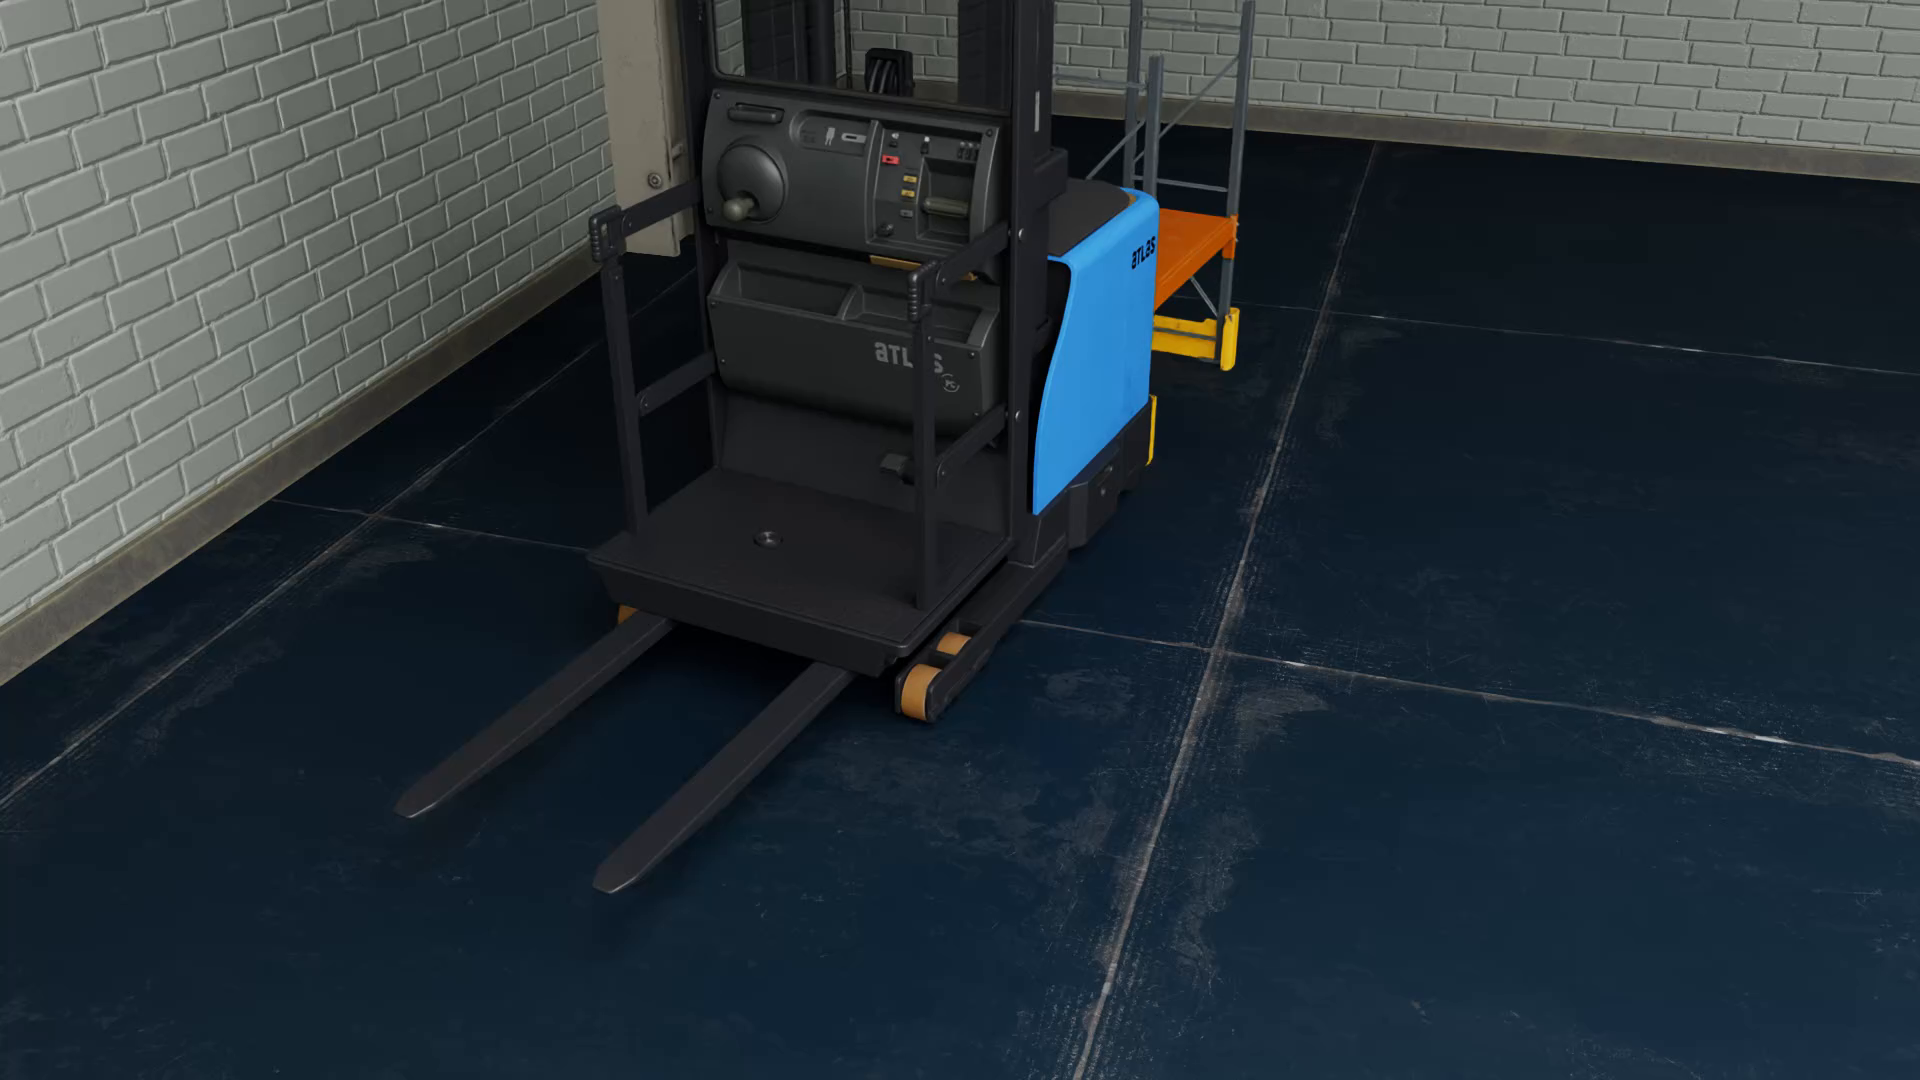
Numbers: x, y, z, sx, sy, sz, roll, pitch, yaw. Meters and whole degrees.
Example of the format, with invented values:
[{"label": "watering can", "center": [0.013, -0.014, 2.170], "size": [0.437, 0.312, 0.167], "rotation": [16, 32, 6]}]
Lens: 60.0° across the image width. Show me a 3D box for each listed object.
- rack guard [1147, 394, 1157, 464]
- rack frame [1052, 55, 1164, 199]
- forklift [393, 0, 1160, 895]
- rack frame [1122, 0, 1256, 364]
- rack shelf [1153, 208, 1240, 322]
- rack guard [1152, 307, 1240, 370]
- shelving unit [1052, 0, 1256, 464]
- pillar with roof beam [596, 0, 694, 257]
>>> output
[{"label": "rack guard", "center": [0.457, -0.473, 6.342], "size": [0.587, 0.250, 0.087], "rotation": [13, 32, 23]}, {"label": "rack frame", "center": [0.456, -1.018, 6.038], "size": [0.500, 1.500, 0.032], "rotation": [13, 32, 23]}, {"label": "forklift", "center": [-0.417, -1.002, 4.536], "size": [1.130, 2.935, 3.031], "rotation": [14, 32, 23]}, {"label": "rack frame", "center": [0.906, -1.461, 6.834], "size": [0.500, 1.500, 0.032], "rotation": [13, 32, 23]}, {"label": "rack shelf", "center": [0.681, -1.083, 6.523], "size": [0.538, 0.185, 1.000], "rotation": [13, 32, 23]}, {"label": "rack guard", "center": [0.898, -0.907, 7.123], "size": [0.587, 0.250, 0.087], "rotation": [13, 32, 23]}, {"label": "shelving unit", "center": [0.677, -1.236, 6.429], "size": [0.587, 1.500, 1.083], "rotation": [13, 32, 23]}, {"label": "pillar with roof beam", "center": [2.611, -4.843, 5.199], "size": [9.100, 9.000, 0.400], "rotation": [8, 30, 15]}]
